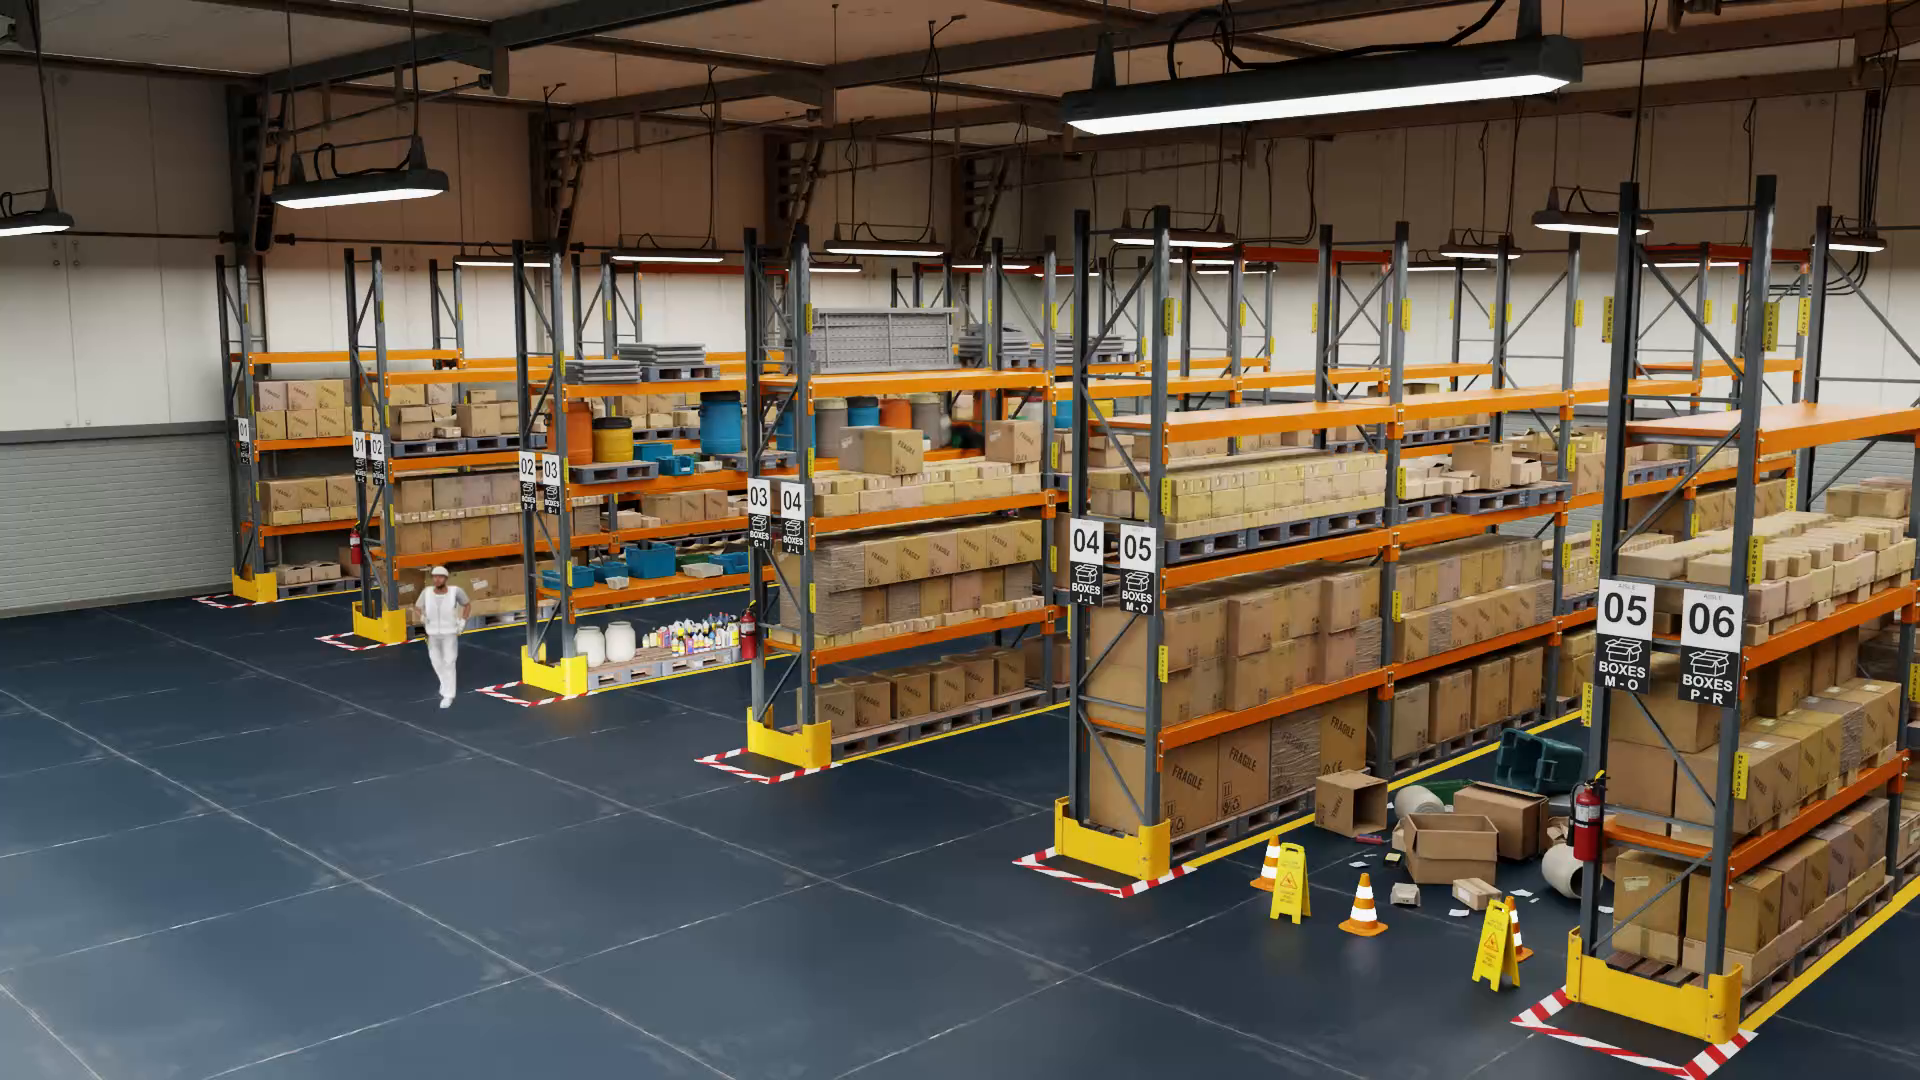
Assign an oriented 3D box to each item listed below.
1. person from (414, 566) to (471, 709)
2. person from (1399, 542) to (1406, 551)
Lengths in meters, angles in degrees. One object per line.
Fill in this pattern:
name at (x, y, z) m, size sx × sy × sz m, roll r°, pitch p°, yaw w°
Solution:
person at (-6.718, 1.226, 21.610) m, size 0.705 × 1.800 × 0.873 m, roll -1°, pitch 8°, yaw -8°
person at (6.636, 0.751, 25.187) m, size 0.573 × 1.716 × 0.702 m, roll -7°, pitch 11°, yaw -41°
